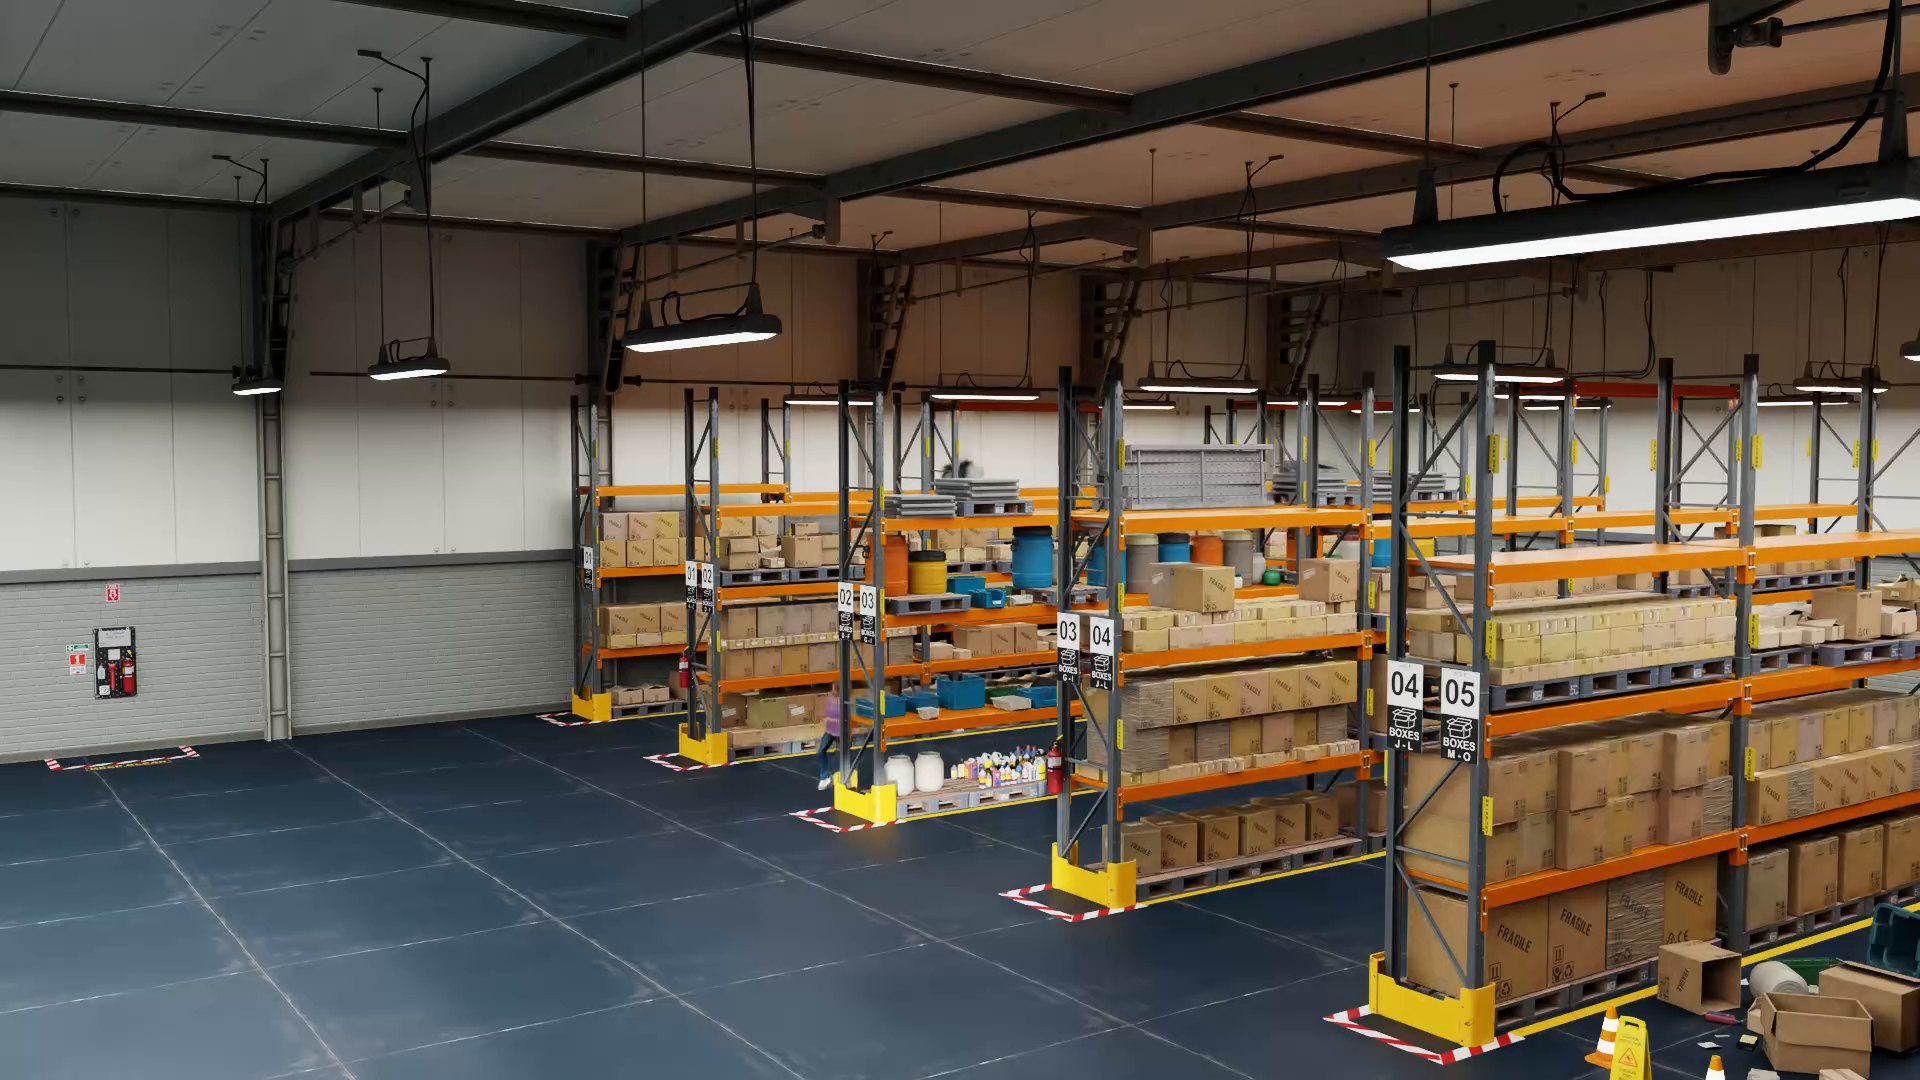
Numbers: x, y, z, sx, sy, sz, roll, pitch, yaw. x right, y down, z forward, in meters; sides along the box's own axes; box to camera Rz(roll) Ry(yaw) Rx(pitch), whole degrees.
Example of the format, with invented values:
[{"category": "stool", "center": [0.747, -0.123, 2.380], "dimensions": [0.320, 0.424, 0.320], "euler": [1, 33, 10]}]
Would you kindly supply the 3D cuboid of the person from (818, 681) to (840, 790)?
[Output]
[{"category": "person", "center": [-1.815, 2.897, 24.611], "dimensions": [0.545, 1.631, 0.631], "euler": [2, 4, 32]}]
